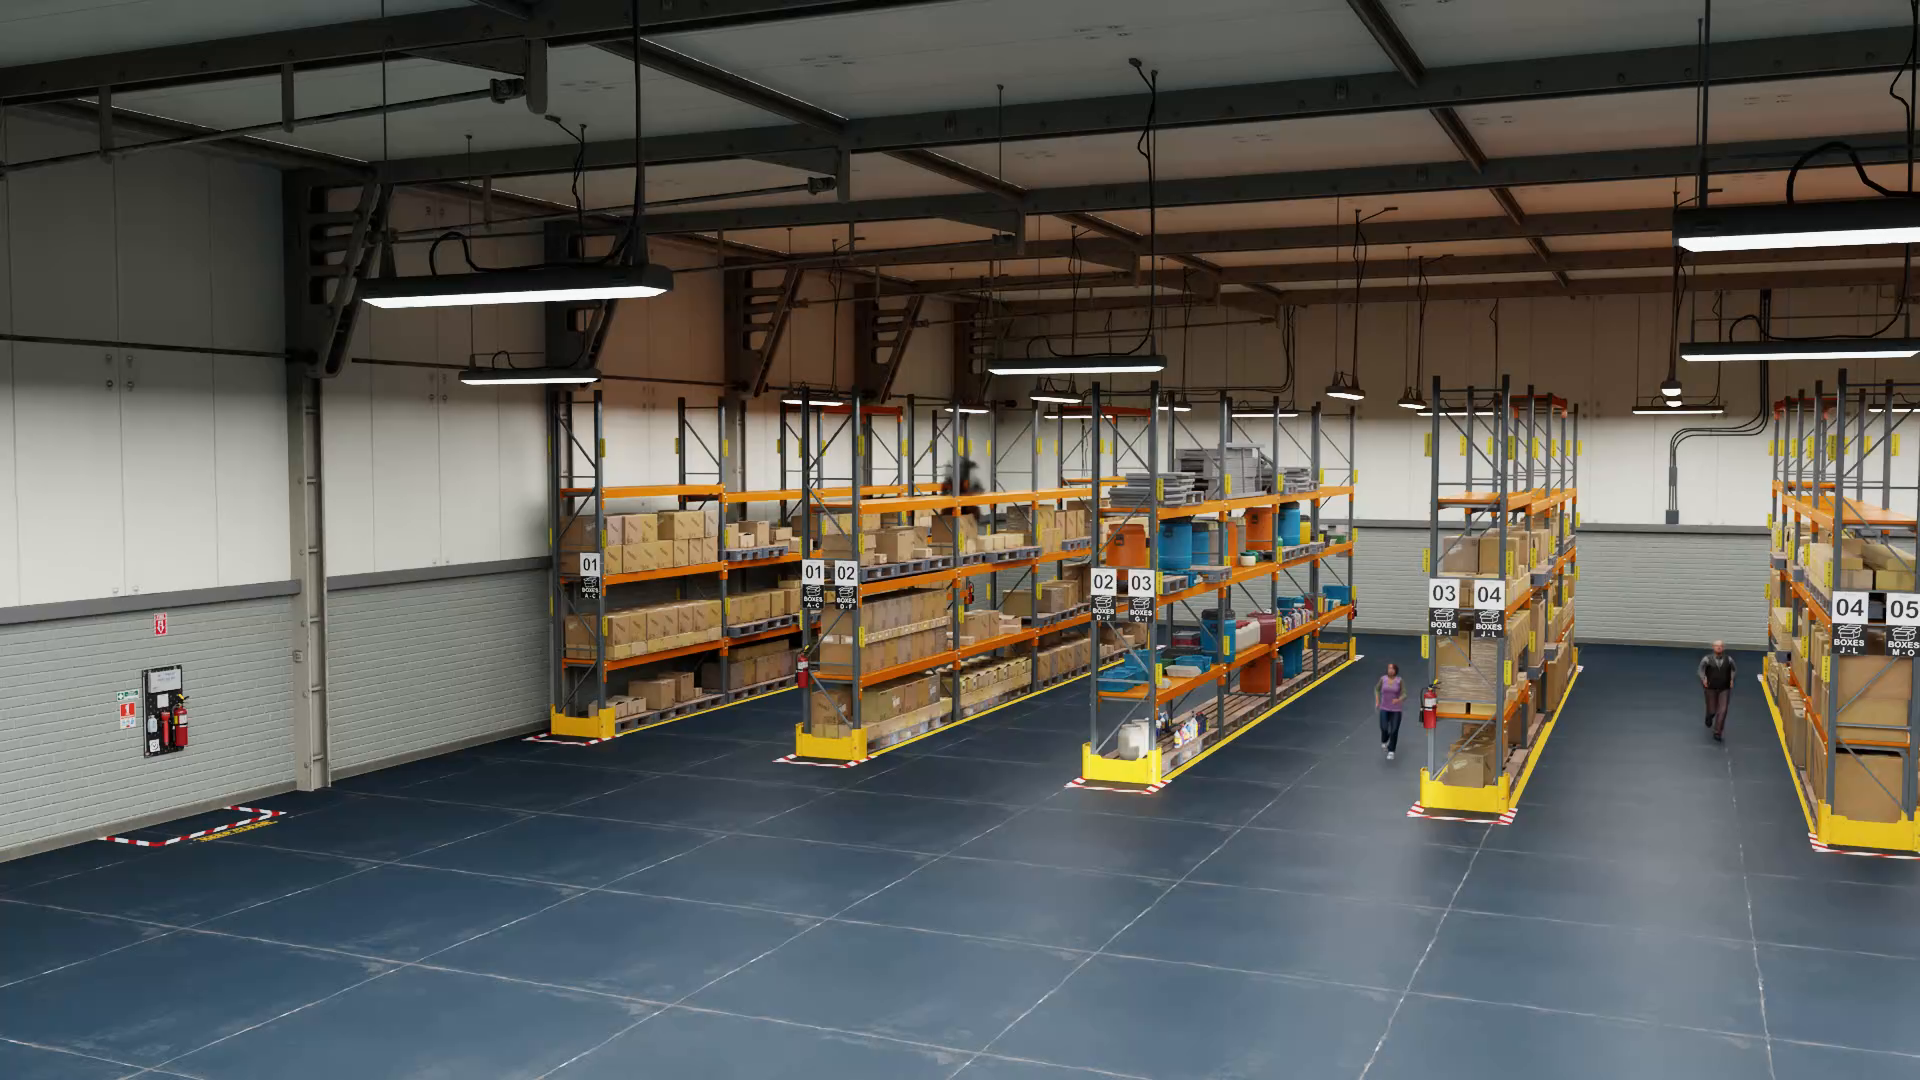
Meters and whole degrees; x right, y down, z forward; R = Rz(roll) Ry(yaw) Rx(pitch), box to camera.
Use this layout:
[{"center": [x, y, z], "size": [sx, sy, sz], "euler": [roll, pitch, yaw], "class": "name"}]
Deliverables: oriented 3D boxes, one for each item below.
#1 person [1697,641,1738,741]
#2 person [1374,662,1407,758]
[{"center": [13.057, 2.580, 28.648], "size": [0.661, 1.692, 0.778], "euler": [1, 3, 17], "class": "person"}, {"center": [6.903, 2.743, 26.702], "size": [0.528, 1.561, 0.552], "euler": [1, 3, 18], "class": "person"}]
